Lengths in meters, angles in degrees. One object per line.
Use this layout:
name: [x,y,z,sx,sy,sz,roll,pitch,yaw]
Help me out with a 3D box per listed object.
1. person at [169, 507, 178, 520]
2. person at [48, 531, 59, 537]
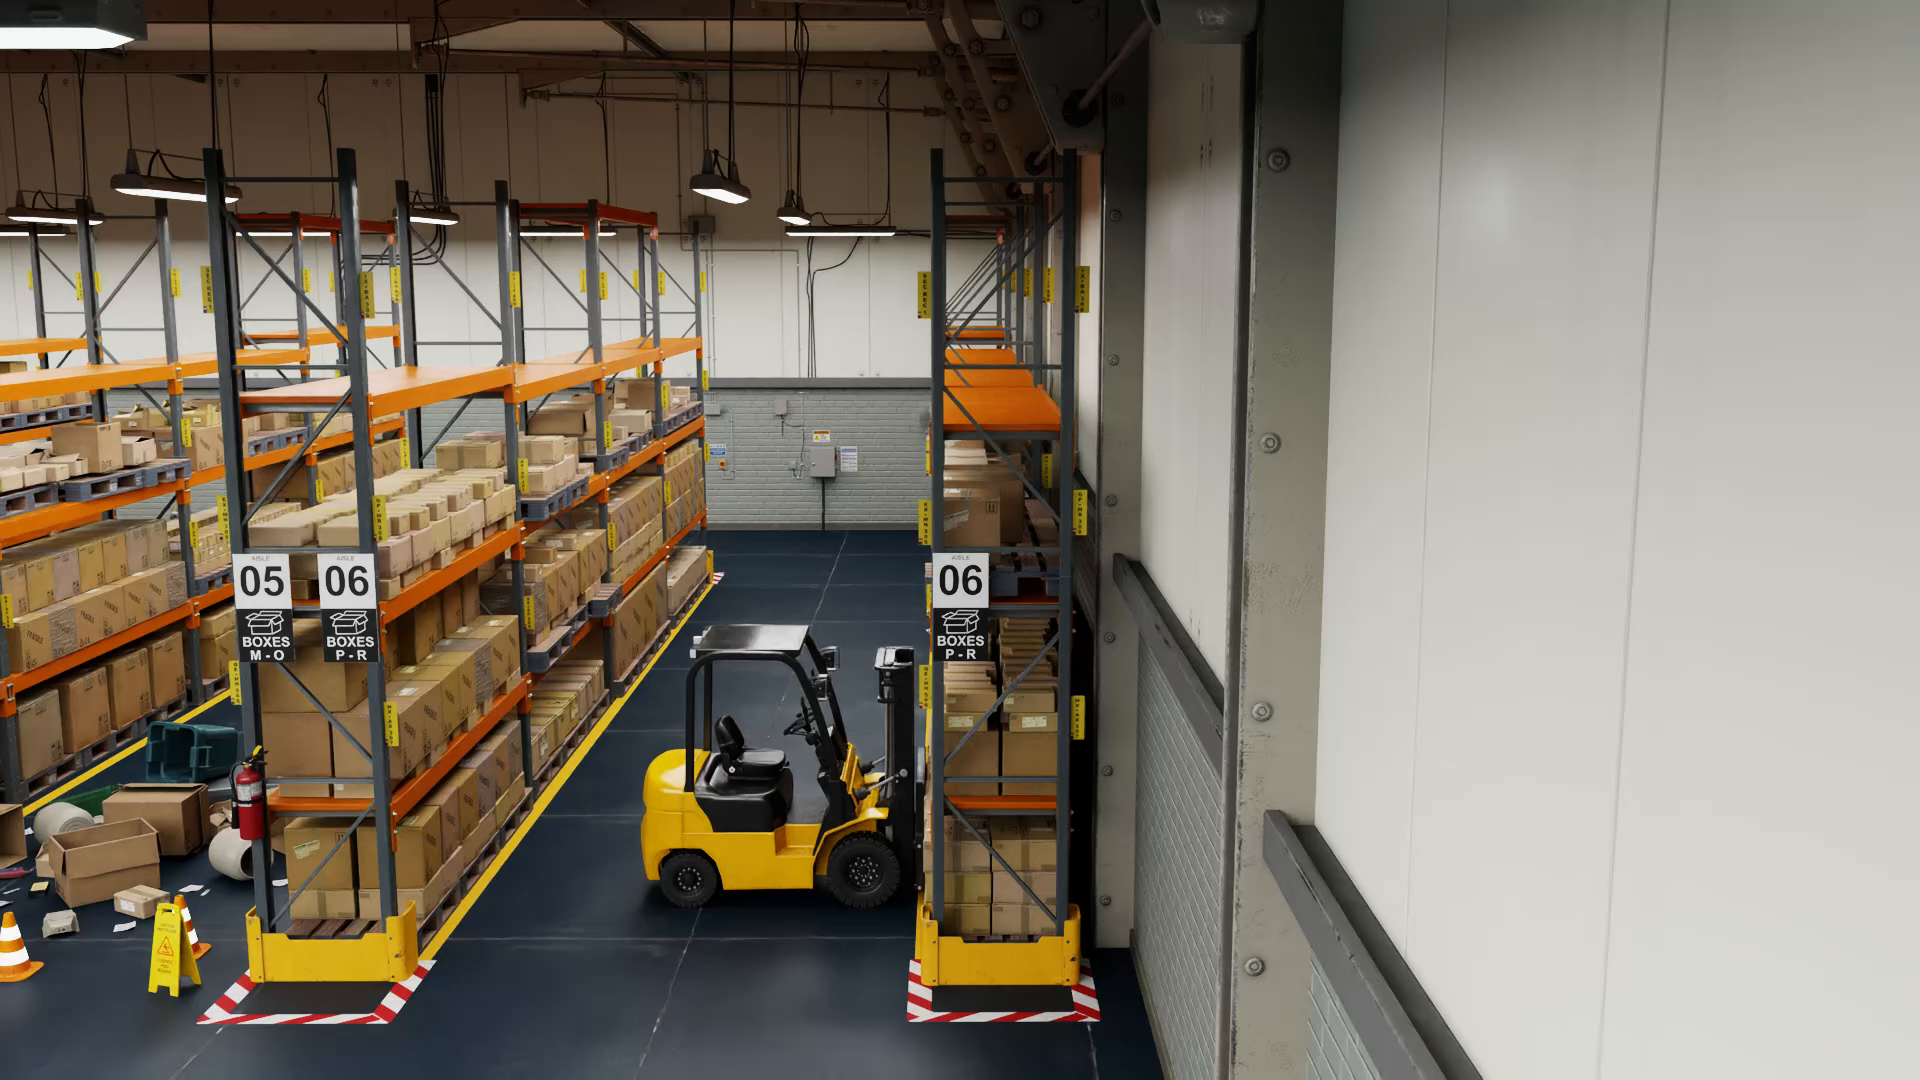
person: [-11.540,0.359,24.685,0.641,1.733,0.737,1,9,7]
person: [-12.805,0.634,23.623,0.540,1.551,0.637,-1,9,-5]
